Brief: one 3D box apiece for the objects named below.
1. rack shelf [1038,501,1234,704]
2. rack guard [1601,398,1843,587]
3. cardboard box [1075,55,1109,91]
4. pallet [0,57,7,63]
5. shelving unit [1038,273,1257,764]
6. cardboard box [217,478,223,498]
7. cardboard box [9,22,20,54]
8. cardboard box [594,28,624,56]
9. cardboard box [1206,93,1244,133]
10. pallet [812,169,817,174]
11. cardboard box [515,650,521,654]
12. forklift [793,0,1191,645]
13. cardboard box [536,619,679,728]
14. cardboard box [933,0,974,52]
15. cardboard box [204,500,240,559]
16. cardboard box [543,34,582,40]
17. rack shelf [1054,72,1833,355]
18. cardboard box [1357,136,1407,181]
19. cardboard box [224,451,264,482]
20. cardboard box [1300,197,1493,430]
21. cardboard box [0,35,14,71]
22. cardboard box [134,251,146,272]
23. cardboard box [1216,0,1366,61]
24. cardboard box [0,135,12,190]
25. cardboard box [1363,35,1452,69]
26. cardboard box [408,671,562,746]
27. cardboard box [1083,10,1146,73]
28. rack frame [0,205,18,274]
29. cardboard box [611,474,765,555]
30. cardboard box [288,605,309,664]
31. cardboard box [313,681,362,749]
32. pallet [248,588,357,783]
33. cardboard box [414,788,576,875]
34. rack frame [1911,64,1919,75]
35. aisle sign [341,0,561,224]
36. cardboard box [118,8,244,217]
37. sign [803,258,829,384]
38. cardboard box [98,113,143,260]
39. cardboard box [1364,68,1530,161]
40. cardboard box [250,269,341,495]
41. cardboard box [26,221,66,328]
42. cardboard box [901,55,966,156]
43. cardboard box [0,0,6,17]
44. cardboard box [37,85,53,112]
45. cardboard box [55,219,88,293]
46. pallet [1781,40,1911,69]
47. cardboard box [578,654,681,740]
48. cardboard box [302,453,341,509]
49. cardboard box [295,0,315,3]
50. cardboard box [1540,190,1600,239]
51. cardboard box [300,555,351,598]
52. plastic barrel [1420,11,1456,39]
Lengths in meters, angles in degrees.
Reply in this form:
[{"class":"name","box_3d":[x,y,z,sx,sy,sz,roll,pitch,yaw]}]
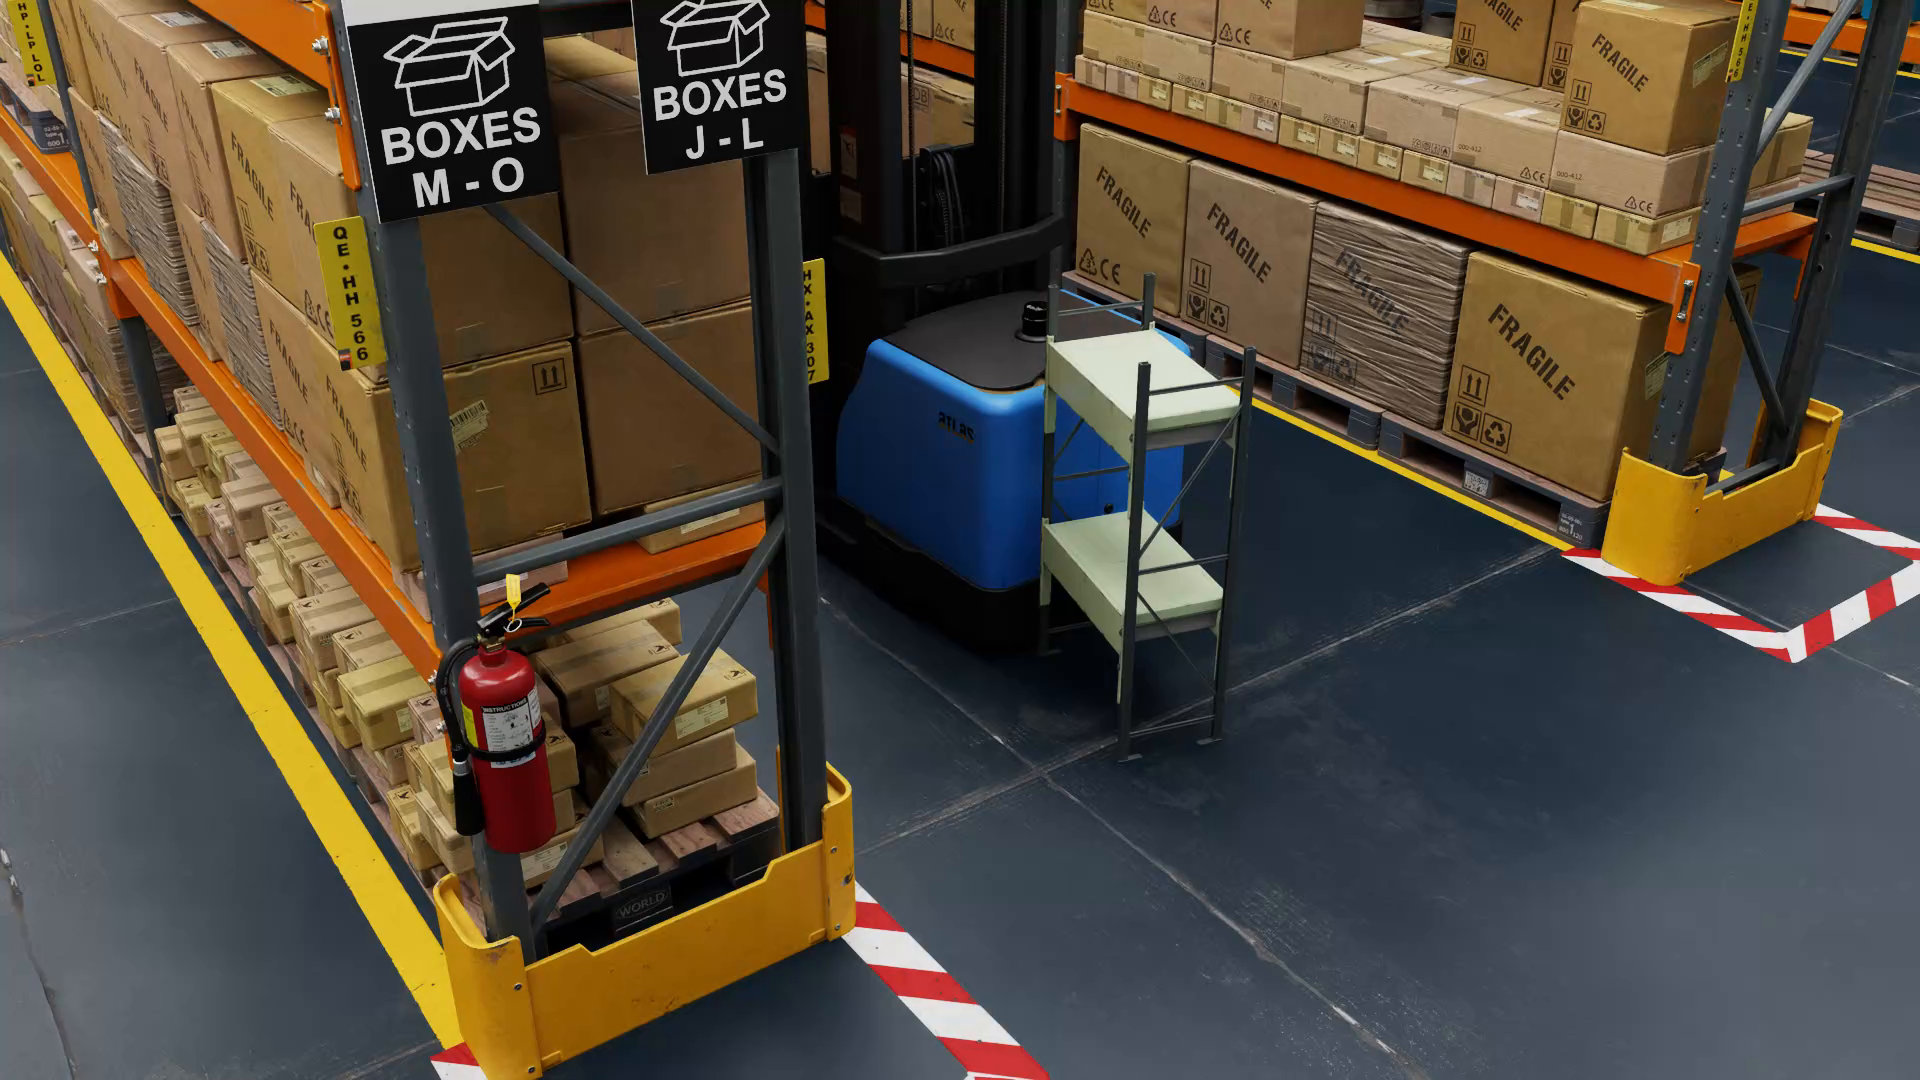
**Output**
[{"class":"rack shelf","box_3d":[0.616,0.208,5.978,0.431,0.370,0.720,-10,30,-17]},{"class":"rack guard","box_3d":[3.289,-0.243,7.173,1.175,0.500,0.348,-19,34,-31]},{"class":"cardboard box","box_3d":[0.856,-2.588,9.135,0.380,0.149,0.250,-19,34,-31]},{"class":"pallet","box_3d":[-4.964,-2.795,9.454,1.213,0.211,1.003,-19,34,-31]},{"class":"shelving unit","box_3d":[0.616,-0.078,5.823,0.431,1.500,0.755,-10,30,-17]},{"class":"cardboard box","box_3d":[-2.803,-0.246,6.796,0.380,0.149,0.250,-19,34,-31]},{"class":"cardboard box","box_3d":[-4.439,-2.484,8.192,0.380,0.149,0.250,-17,33,-29]},{"class":"cardboard box","box_3d":[-2.760,-4.458,14.473,0.700,0.500,0.500,-22,36,-35]},{"class":"cardboard box","box_3d":[1.464,-2.182,8.389,0.380,0.149,0.250,-19,34,-31]},{"class":"pallet","box_3d":[-0.969,-2.908,12.383,1.003,0.211,1.213,-19,34,-31]},{"class":"cardboard box","box_3d":[-1.519,0.383,5.949,0.380,0.149,0.250,-19,34,-31]},{"class":"forklift","box_3d":[-0.380,-1.528,6.992,1.130,2.935,3.031,-20,34,-32]},{"class":"cardboard box","box_3d":[-1.108,0.419,5.260,0.380,0.149,0.250,-18,33,-30]},{"class":"cardboard box","box_3d":[0.180,-3.250,9.986,0.500,0.500,0.500,-18,33,-29]},{"class":"cardboard box","box_3d":[-2.853,-0.087,6.814,0.380,0.149,0.250,-19,34,-31]},{"class":"cardboard box","box_3d":[-1.449,-1.281,5.002,0.500,0.500,0.500,-20,34,-32]},{"class":"rack shelf","box_3d":[2.115,-1.812,8.197,1.077,0.370,4.000,-19,34,-31]},{"class":"cardboard box","box_3d":[2.056,-1.785,7.656,0.380,0.149,0.250,-19,34,-30]},{"class":"cardboard box","box_3d":[-2.644,-0.270,6.528,0.380,0.149,0.250,-20,34,-32]},{"class":"cardboard box","box_3d":[2.311,-1.182,8.069,0.875,0.875,0.875,-19,34,-31]},{"class":"cardboard box","box_3d":[-4.742,-2.554,8.634,0.380,0.149,0.250,-18,33,-29]},{"class":"cardboard box","box_3d":[-3.035,-1.181,6.544,0.380,0.149,0.250,-18,33,-29]},{"class":"cardboard box","box_3d":[1.610,-2.648,8.043,0.500,0.500,0.500,-20,34,-32]},{"class":"cardboard box","box_3d":[-5.261,-2.207,9.564,0.500,0.250,0.500,-20,35,-33]},{"class":"cardboard box","box_3d":[2.315,-2.274,8.140,0.500,0.250,0.500,-20,34,-32]},{"class":"cardboard box","box_3d":[-1.436,0.541,5.035,0.380,0.149,0.250,-18,33,-30]},{"class":"cardboard box","box_3d":[1.014,-2.715,8.952,0.500,0.250,0.500,-19,34,-32]},{"class":"rack frame","box_3d":[-5.464,-3.127,9.864,1.000,3.000,0.127,-19,34,-31]},{"class":"cardboard box","box_3d":[-0.744,-0.123,4.596,0.380,0.149,0.250,-19,34,-31]},{"class":"cardboard box","box_3d":[-2.109,0.291,5.807,0.380,0.149,0.250,-17,33,-28]},{"class":"cardboard box","box_3d":[-1.966,0.532,5.674,0.380,0.149,0.250,-20,35,-33]},{"class":"pallet","box_3d":[-2.013,0.380,6.329,1.003,0.211,1.213,-19,34,-31]},{"class":"cardboard box","box_3d":[-1.362,0.795,4.879,0.380,0.149,0.250,-20,34,-32]},{"class":"rack frame","box_3d":[9.027,-5.646,14.504,1.000,3.000,0.127,-19,34,-31]},{"class":"aisle sign","box_3d":[-1.025,-1.047,3.312,0.394,0.787,0.004,-19,34,-31]},{"class":"cardboard box","box_3d":[-2.204,-1.341,5.112,0.500,0.500,0.500,-20,34,-32]},{"class":"sign","box_3d":[-0.382,-0.547,4.208,0.100,0.325,0.005,-19,34,-31]},{"class":"cardboard box","box_3d":[-2.769,-1.294,6.072,0.500,0.500,0.500,-19,34,-31]},{"class":"cardboard box","box_3d":[2.189,-1.925,7.497,0.500,0.250,0.500,-20,34,-32]},{"class":"cardboard box","box_3d":[-1.588,-0.496,4.604,0.500,0.500,0.500,-19,34,-31]},{"class":"cardboard box","box_3d":[-4.665,-1.474,9.001,0.500,0.500,0.500,-20,34,-32]},{"class":"cardboard box","box_3d":[0.049,-2.747,10.951,1.225,0.875,0.875,-20,34,-32]},{"class":"cardboard box","box_3d":[-4.590,-2.718,8.312,0.380,0.149,0.250,-18,33,-29]},{"class":"cardboard box","box_3d":[-4.141,-2.148,7.885,0.380,0.149,0.250,-20,35,-33]},{"class":"cardboard box","box_3d":[-4.069,-1.410,8.097,0.500,0.250,0.500,-17,33,-28]},{"class":"pallet","box_3d":[8.524,-4.727,15.732,1.003,0.211,1.213,-19,34,-31]},{"class":"cardboard box","box_3d":[-1.031,0.524,5.377,0.380,0.149,0.250,-19,34,-31]},{"class":"cardboard box","box_3d":[-1.681,-0.248,4.826,0.380,0.149,0.250,-18,33,-29]},{"class":"cardboard box","box_3d":[-1.303,-1.372,3.648,0.500,0.250,0.500,-20,34,-32]},{"class":"cardboard box","box_3d":[2.649,-1.388,6.926,0.380,0.149,0.250,-18,33,-30]},{"class":"cardboard box","box_3d":[-2.052,0.135,5.782,0.380,0.149,0.250,-20,34,-32]},{"class":"plastic barrel","box_3d":[4.023,-4.103,13.830,0.421,0.512,0.421,0,29,0]}]
